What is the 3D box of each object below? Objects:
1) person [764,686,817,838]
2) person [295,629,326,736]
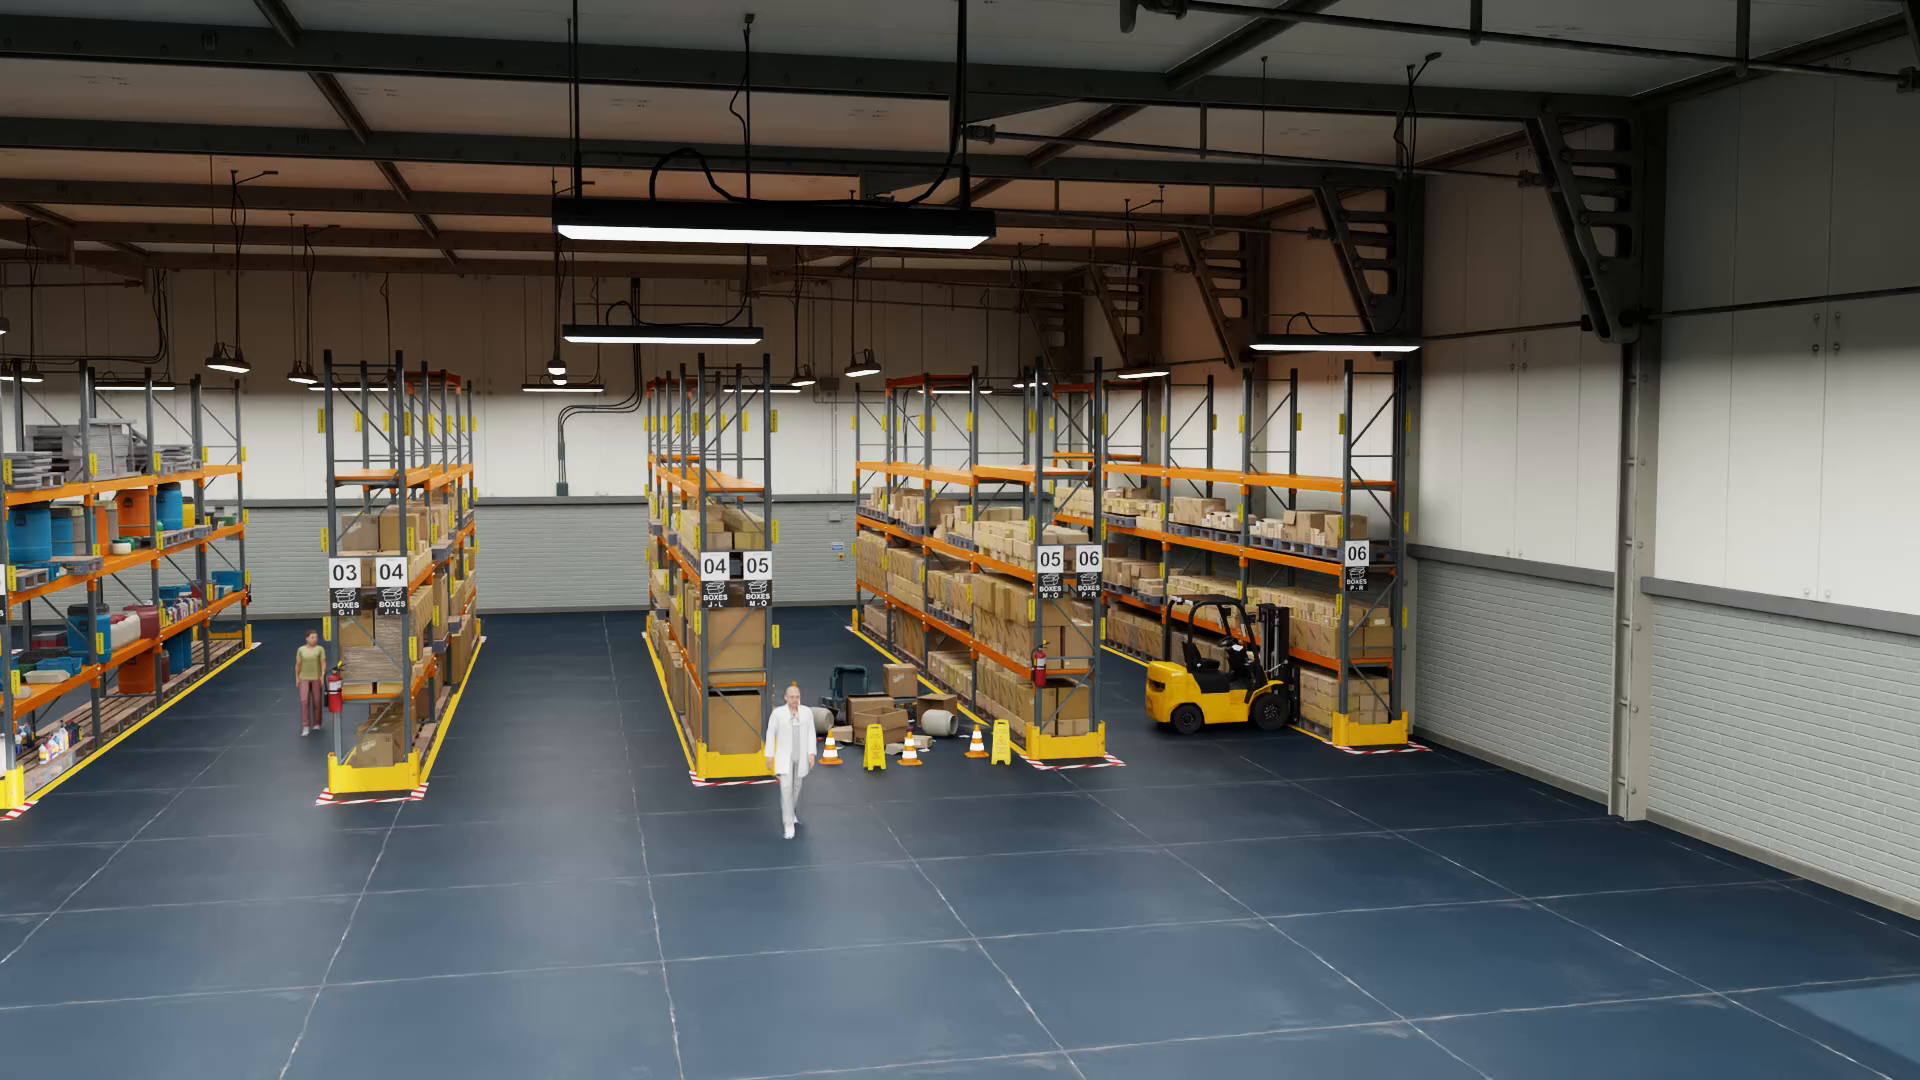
[{"bbox_3d":[-2.067,2.689,20.531,0.619,1.766,0.926,-2,4,-27],"label":"person"},{"bbox_3d":[-10.539,2.306,27.021,0.472,1.668,0.745,-2,4,-23],"label":"person"}]
